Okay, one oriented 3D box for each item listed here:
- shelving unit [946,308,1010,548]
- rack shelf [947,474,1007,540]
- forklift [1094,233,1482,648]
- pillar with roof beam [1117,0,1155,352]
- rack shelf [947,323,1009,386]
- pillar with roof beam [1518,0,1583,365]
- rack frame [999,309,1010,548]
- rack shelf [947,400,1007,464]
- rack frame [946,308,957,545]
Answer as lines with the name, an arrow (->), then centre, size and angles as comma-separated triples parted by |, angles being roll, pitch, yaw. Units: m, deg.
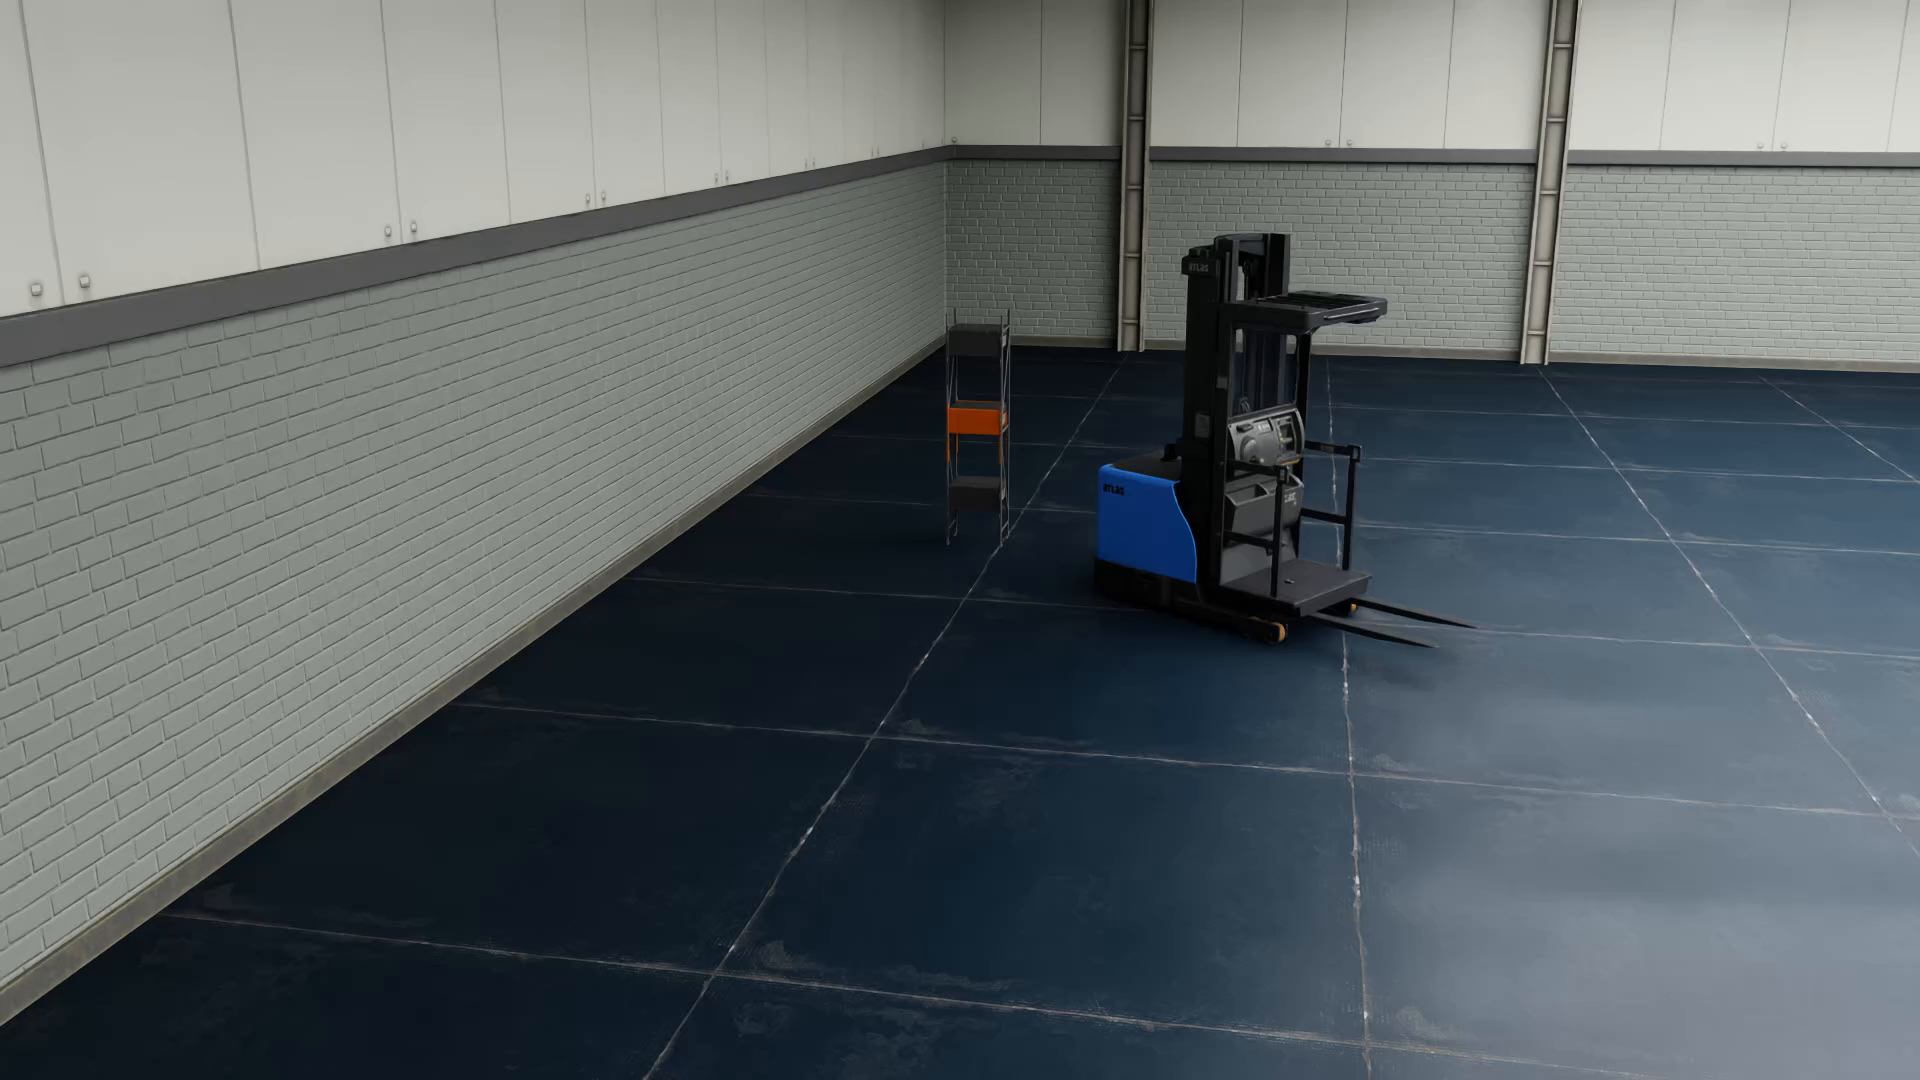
shelving unit -> 0.162, -1.003, 14.938 | 0.503, 2.100, 0.431 | 3, 16, 11
rack shelf -> 0.162, -0.315, 15.128 | 0.480, 0.518, 0.431 | 3, 16, 11
forklift -> 2.501, -0.789, 12.608 | 3.031, 2.935, 1.130 | 15, 21, 43
pillar with roof beam -> 1.808, -6.179, 20.698 | 0.400, 9.000, 9.100 | 3, 16, 11
rack shelf -> 0.162, -1.665, 14.755 | 0.480, 0.518, 0.431 | 3, 16, 11
pillar with roof beam -> 7.688, -5.859, 19.546 | 0.400, 9.000, 9.100 | 3, 16, 11
rack frame -> 0.401, -0.990, 14.891 | 0.015, 2.100, 0.400 | 3, 16, 11
rack shelf -> 0.162, -0.990, 14.942 | 0.480, 0.518, 0.431 | 3, 16, 11
rack frame -> -0.077, -1.016, 14.985 | 0.015, 2.100, 0.400 | 3, 16, 11
